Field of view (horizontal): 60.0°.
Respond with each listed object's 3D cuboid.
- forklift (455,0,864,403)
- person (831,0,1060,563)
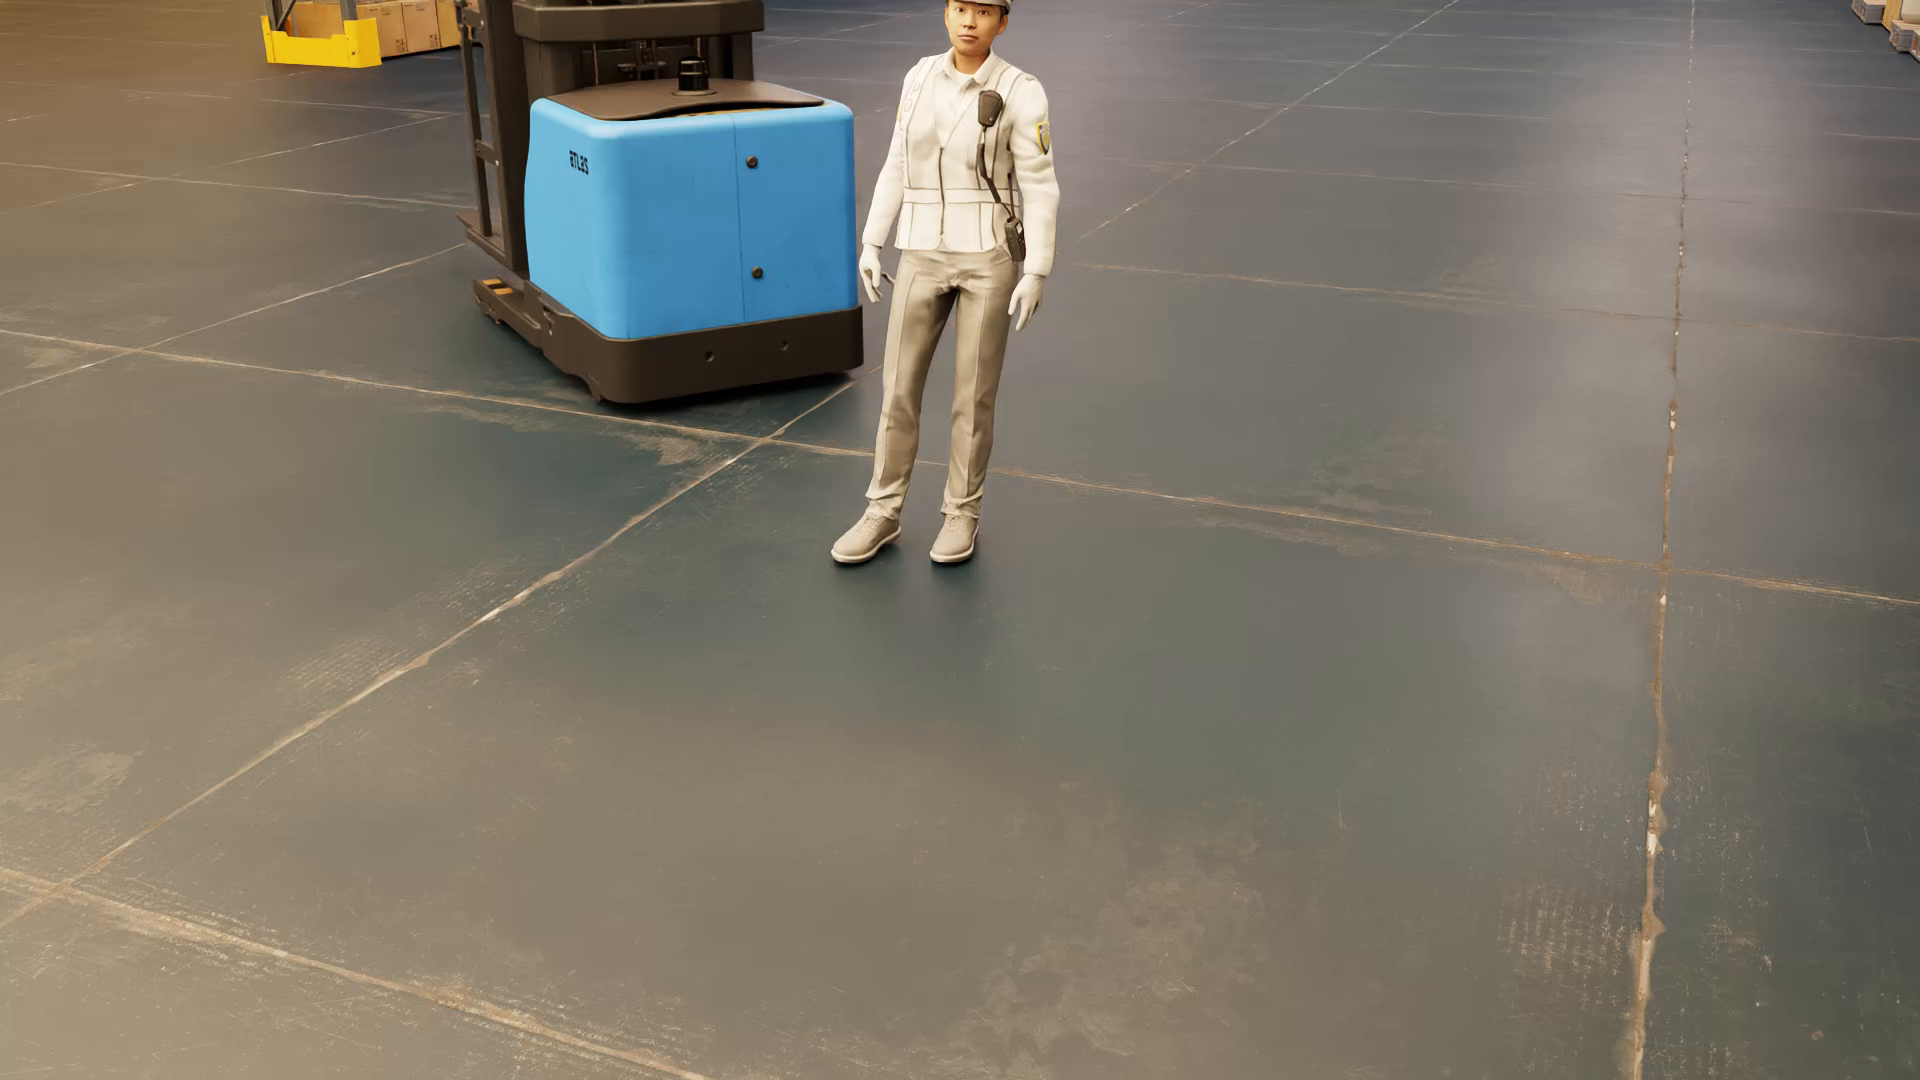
[{"bbox_3d":[-1.544,-2.380,6.986,1.130,2.935,3.031,-12,26,-27],"label":"forklift"},{"bbox_3d":[-0.032,-0.765,4.707,0.587,1.695,0.531,9,24,21],"label":"person"}]
